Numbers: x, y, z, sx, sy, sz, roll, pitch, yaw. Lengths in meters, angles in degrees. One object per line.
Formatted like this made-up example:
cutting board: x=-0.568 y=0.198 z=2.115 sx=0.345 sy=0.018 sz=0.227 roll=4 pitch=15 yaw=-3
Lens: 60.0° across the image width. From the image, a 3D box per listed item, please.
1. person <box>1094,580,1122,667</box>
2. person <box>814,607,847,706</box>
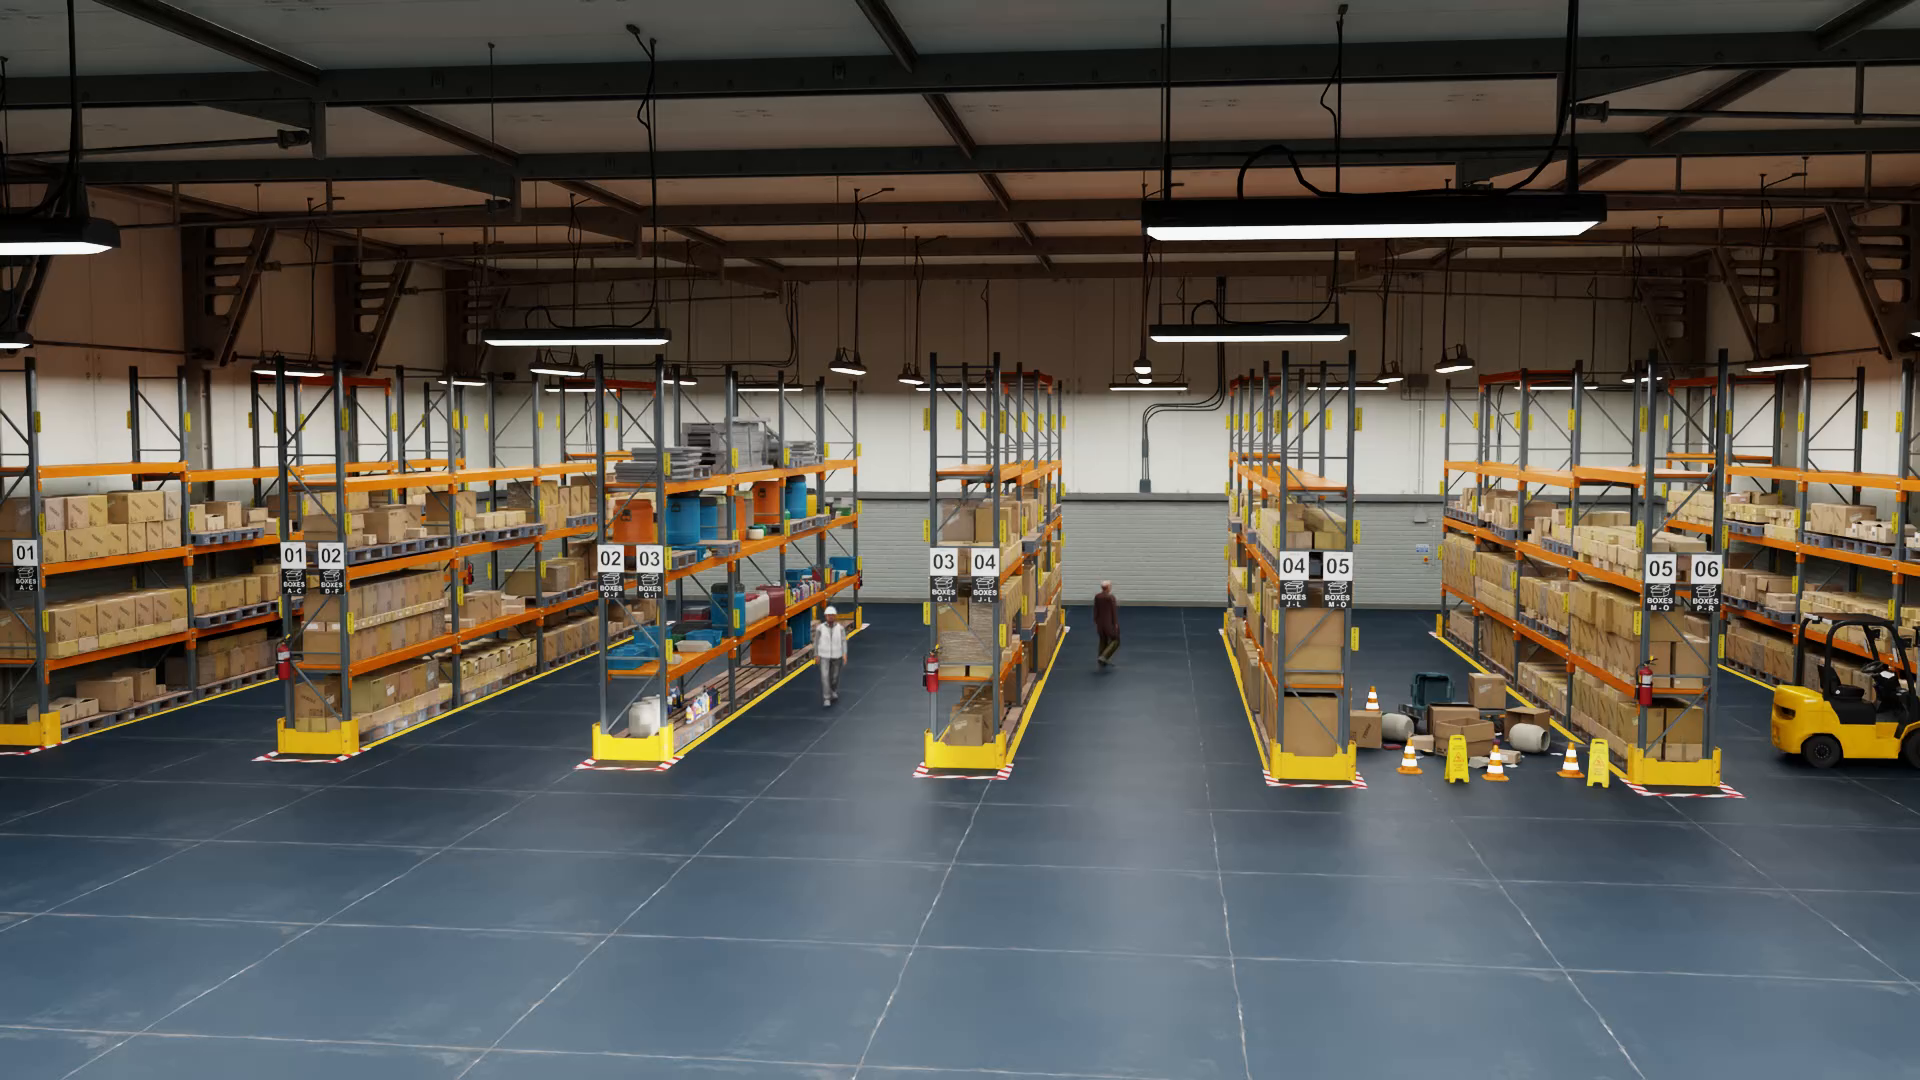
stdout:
person: x=2.957 y=1.710 z=33.872 sx=0.550 sy=1.781 sz=0.609 roll=-4 pitch=5 yaw=-42
person: x=-2.293 y=2.038 z=29.460 sx=0.574 sy=1.707 sz=1.094 roll=-1 pitch=4 yaw=-10
